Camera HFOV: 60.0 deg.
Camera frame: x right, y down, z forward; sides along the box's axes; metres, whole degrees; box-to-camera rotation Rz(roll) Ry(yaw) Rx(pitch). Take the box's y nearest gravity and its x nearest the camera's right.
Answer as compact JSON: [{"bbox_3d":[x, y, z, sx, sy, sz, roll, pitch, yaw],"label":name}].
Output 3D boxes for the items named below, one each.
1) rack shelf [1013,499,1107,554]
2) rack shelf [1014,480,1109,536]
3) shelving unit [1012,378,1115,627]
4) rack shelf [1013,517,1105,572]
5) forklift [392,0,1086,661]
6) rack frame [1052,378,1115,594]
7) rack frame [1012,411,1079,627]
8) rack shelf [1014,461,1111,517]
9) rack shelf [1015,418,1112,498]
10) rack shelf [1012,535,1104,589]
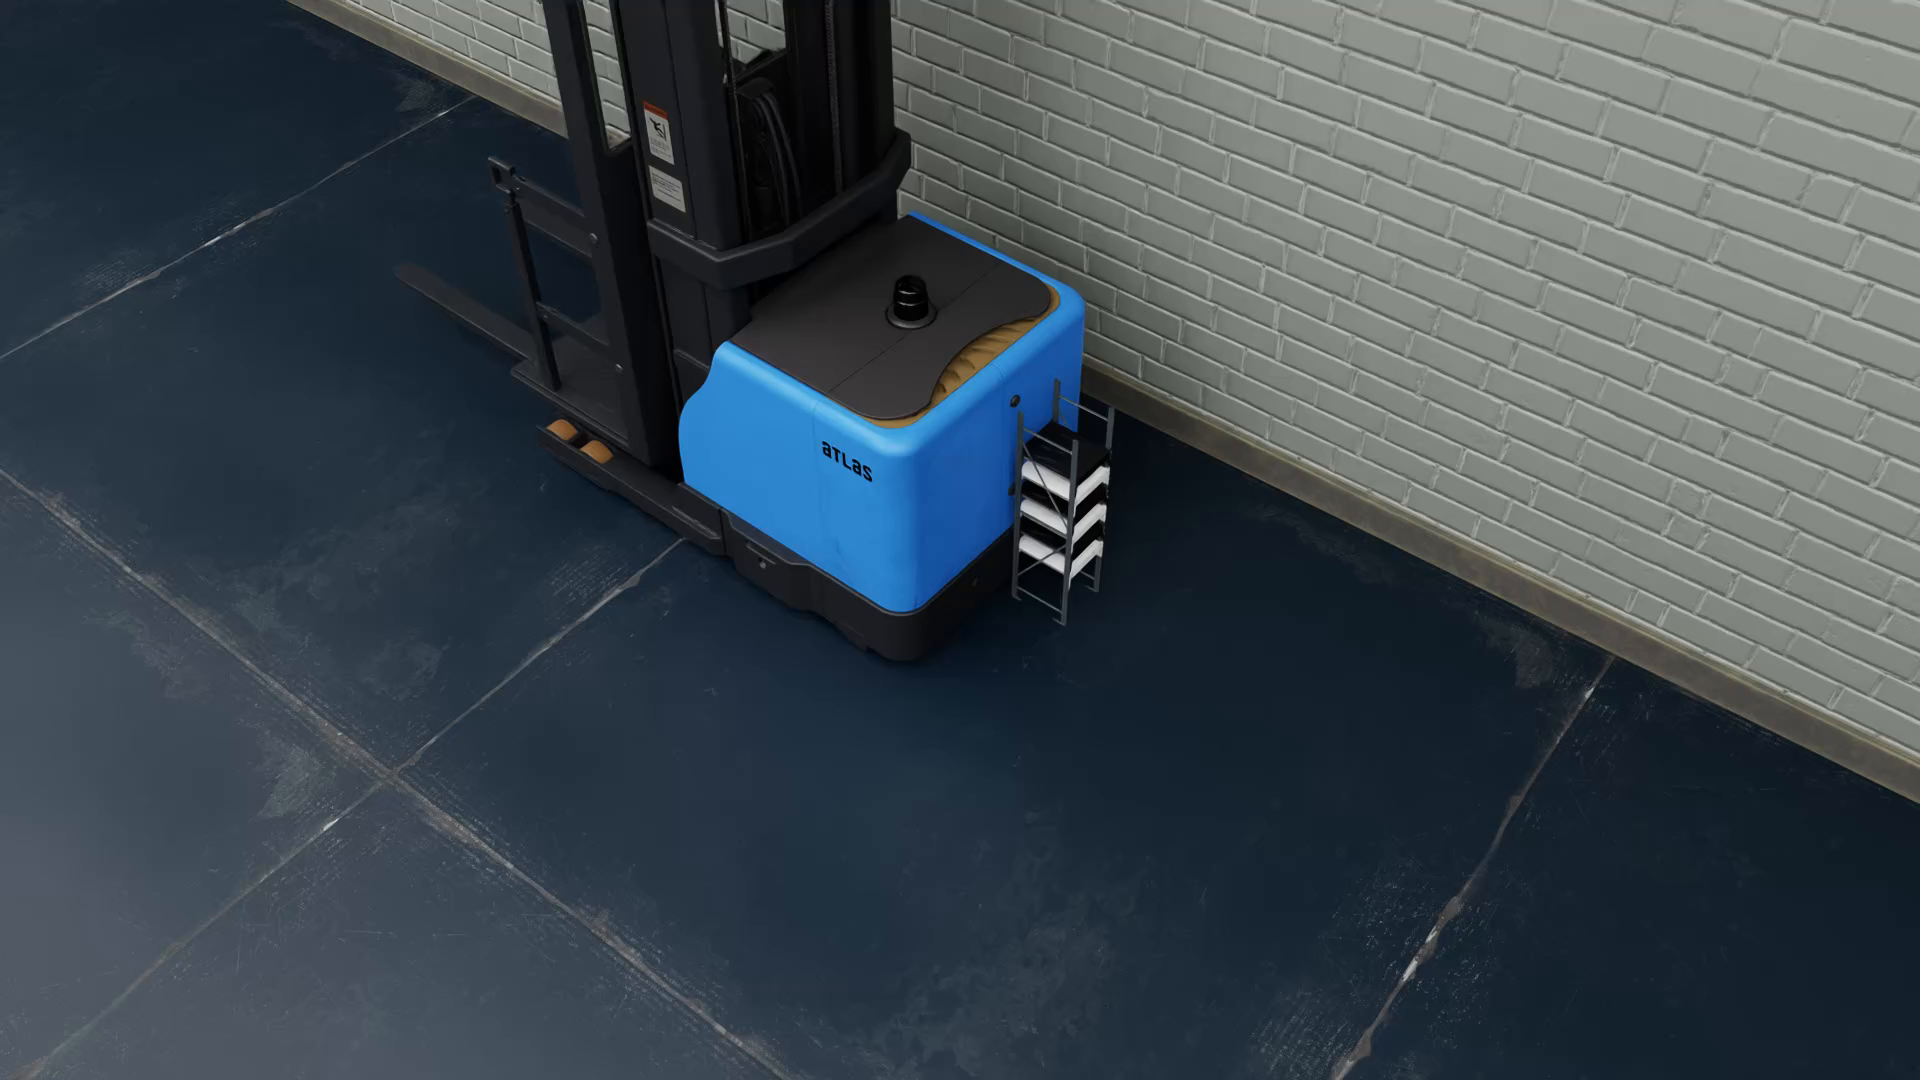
[{"bbox_3d":[0.347,-0.090,5.759,0.258,0.077,0.200,30,53,25],"label":"rack shelf"},{"bbox_3d":[0.347,-0.152,5.694,0.258,0.077,0.200,30,53,25],"label":"rack shelf"},{"bbox_3d":[0.347,-0.113,5.735,0.258,0.900,0.210,30,53,25],"label":"shelving unit"},{"bbox_3d":[0.347,-0.028,5.825,0.258,0.077,0.200,30,53,25],"label":"rack shelf"},{"bbox_3d":[-1.023,-1.498,5.654,3.031,2.935,1.130,31,54,26],"label":"forklift"},{"bbox_3d":[0.409,-0.171,5.791,0.240,0.900,0.006,30,53,25],"label":"rack frame"},{"bbox_3d":[0.284,-0.055,5.680,0.240,0.900,0.006,30,53,25],"label":"rack frame"},{"bbox_3d":[0.347,-0.214,5.629,0.258,0.077,0.200,30,53,25],"label":"rack shelf"},{"bbox_3d":[0.347,-0.276,5.564,0.258,0.077,0.200,30,53,25],"label":"rack shelf"},{"bbox_3d":[0.347,0.035,5.890,0.258,0.077,0.200,30,53,25],"label":"rack shelf"}]
